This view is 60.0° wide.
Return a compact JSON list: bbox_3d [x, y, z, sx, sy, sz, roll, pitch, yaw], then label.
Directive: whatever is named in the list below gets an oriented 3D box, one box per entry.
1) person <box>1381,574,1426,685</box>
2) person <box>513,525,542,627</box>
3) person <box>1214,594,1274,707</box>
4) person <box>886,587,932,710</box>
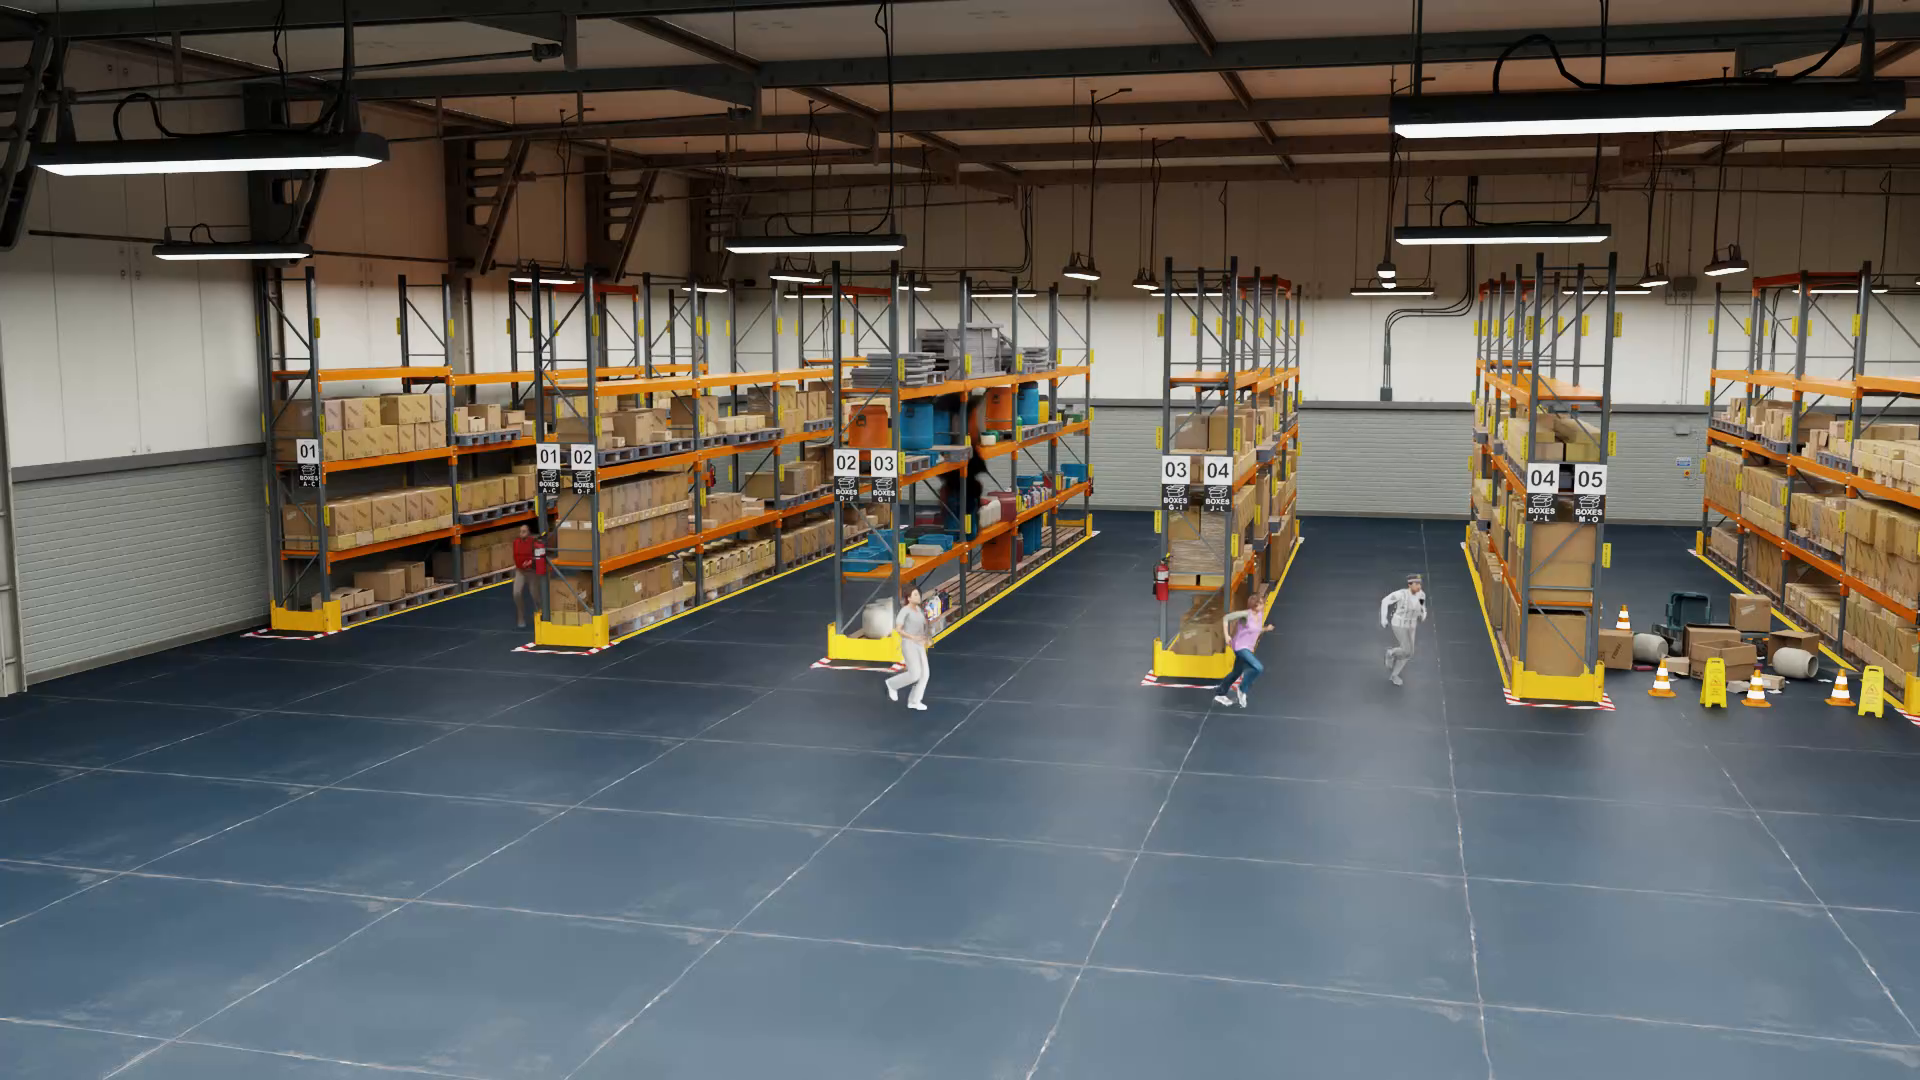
[{"bbox_3d":[6.297,1.249,23.464,0.604,1.616,0.668,-3,8,-25],"label":"person"},{"bbox_3d":[-7.314,0.620,28.152,0.591,1.786,0.858,1,7,6],"label":"person"},{"bbox_3d":[3.729,1.452,21.889,0.829,1.523,0.526,5,9,36],"label":"person"},{"bbox_3d":[-0.641,1.417,21.959,0.581,1.626,0.557,5,9,32],"label":"person"}]
